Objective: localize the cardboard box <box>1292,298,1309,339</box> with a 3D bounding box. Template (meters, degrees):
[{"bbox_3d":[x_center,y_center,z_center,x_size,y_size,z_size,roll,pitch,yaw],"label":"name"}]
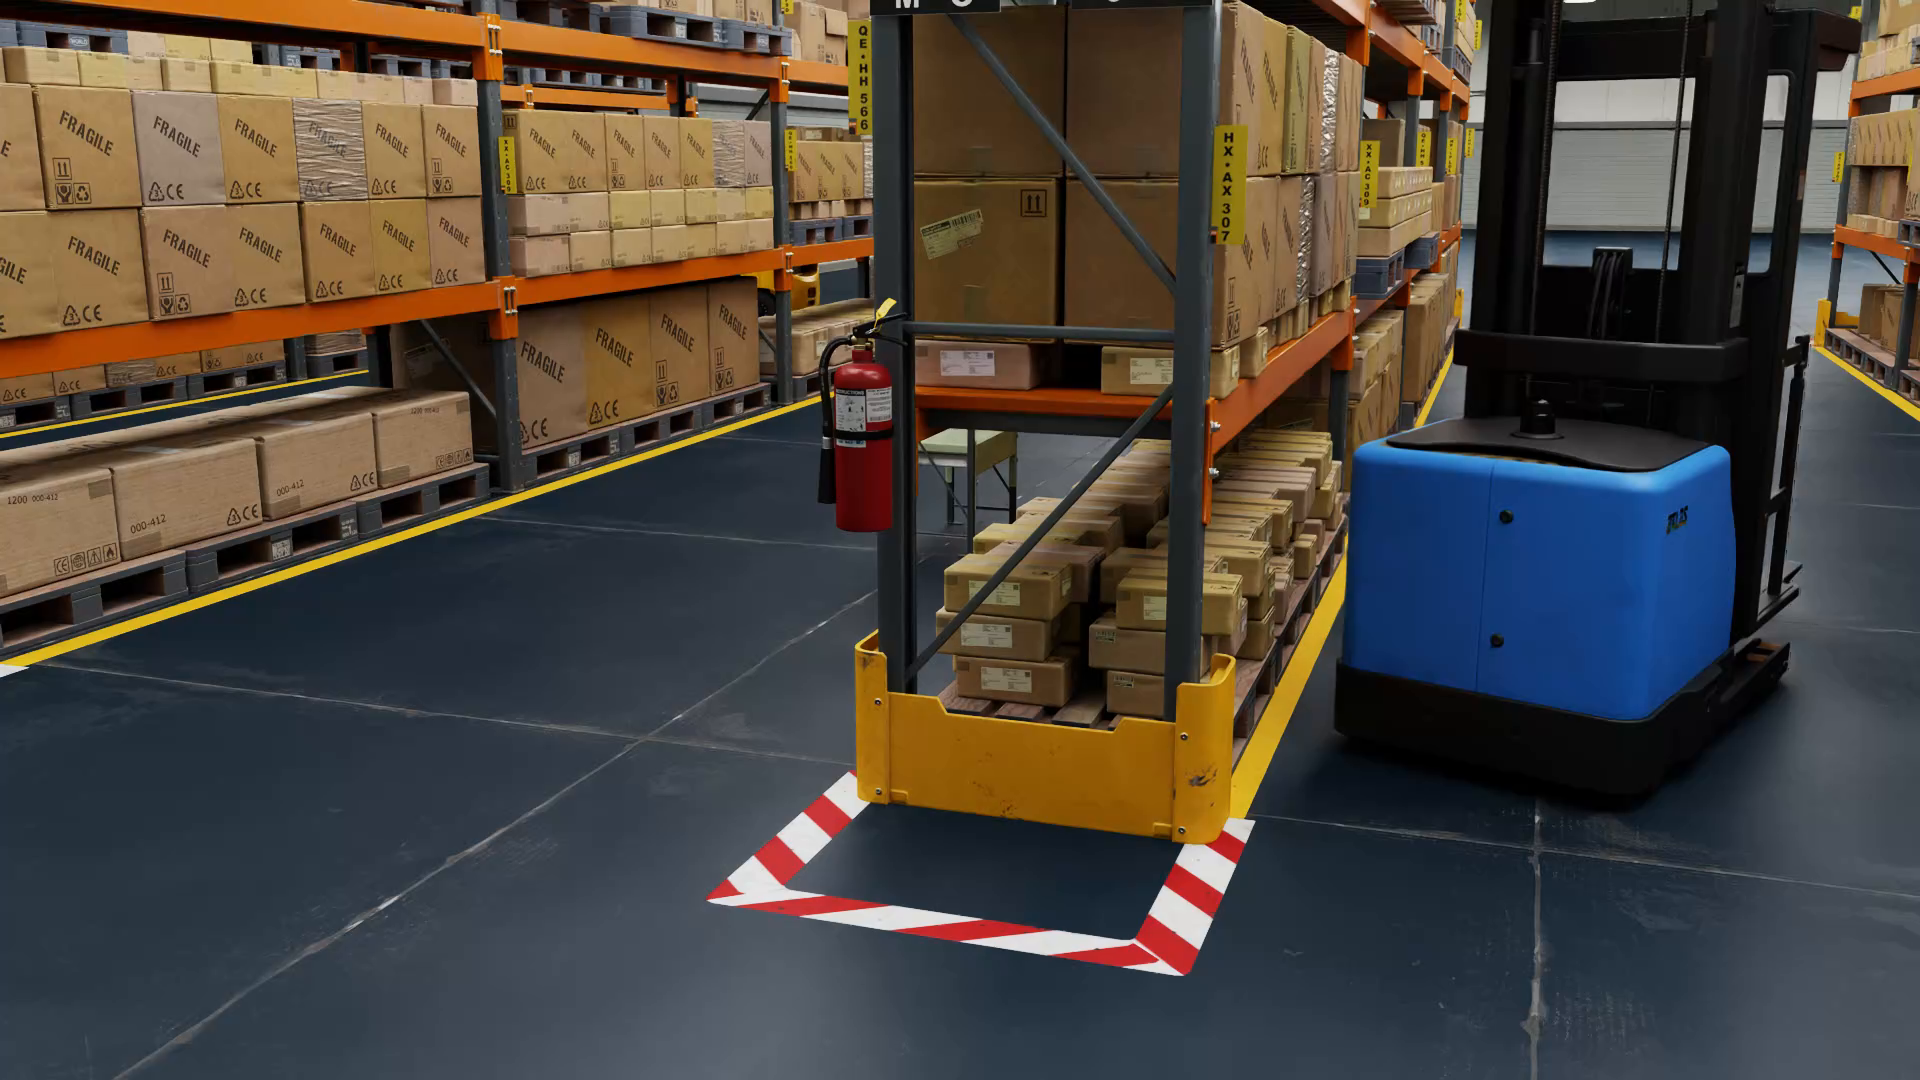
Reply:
[{"bbox_3d":[1.220,-0.915,6.821,0.380,0.149,0.250,5,14,20],"label":"cardboard box"}]

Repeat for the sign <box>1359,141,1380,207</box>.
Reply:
[{"bbox_3d":[2.044,-1.834,8.335,0.100,0.325,0.005,4,14,18],"label":"sign"}]

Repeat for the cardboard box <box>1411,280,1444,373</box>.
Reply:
[{"bbox_3d":[3.685,-1.901,14.689,1.050,0.750,0.750,4,14,18],"label":"cardboard box"}]

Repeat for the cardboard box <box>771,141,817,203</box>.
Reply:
[{"bbox_3d":[-1.529,-3.103,14.005,0.500,0.500,0.500,4,13,17],"label":"cardboard box"}]

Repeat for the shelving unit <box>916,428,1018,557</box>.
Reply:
[{"bbox_3d":[0.002,-0.733,8.827,0.431,1.500,0.755,4,14,18],"label":"shelving unit"}]

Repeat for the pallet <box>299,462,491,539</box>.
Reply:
[{"bbox_3d":[-3.508,-0.270,9.697,1.003,0.211,1.213,4,14,18],"label":"pallet"}]

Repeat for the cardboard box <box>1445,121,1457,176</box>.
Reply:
[{"bbox_3d":[4.642,-4.036,17.167,0.875,0.550,0.550,4,14,18],"label":"cardboard box"}]

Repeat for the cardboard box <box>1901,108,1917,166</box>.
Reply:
[{"bbox_3d":[8.663,-3.551,14.664,0.500,0.500,0.500,4,14,18],"label":"cardboard box"}]

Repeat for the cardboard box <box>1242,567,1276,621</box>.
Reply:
[{"bbox_3d":[0.970,0.184,6.236,0.380,0.149,0.250,5,14,20],"label":"cardboard box"}]

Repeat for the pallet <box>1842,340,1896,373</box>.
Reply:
[{"bbox_3d":[9.354,-1.797,16.388,1.003,0.211,1.213,4,14,18],"label":"pallet"}]

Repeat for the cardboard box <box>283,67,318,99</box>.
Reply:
[{"bbox_3d":[-3.460,-2.284,8.325,0.380,0.149,0.250,4,13,17],"label":"cardboard box"}]

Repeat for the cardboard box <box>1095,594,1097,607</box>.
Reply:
[{"bbox_3d":[0.301,0.192,6.200,0.380,0.149,0.250,4,13,16],"label":"cardboard box"}]

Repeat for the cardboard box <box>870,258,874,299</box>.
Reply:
[{"bbox_3d":[-0.662,-2.842,18.250,0.500,0.500,0.500,4,14,18],"label":"cardboard box"}]

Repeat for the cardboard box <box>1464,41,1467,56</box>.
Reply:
[{"bbox_3d":[5.048,-5.099,17.244,0.380,0.149,0.250,5,14,19],"label":"cardboard box"}]

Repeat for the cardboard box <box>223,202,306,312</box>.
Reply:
[{"bbox_3d":[-3.590,-1.392,8.121,0.500,0.500,0.500,5,14,20],"label":"cardboard box"}]

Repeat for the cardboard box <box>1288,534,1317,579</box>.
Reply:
[{"bbox_3d":[1.389,0.061,7.442,0.380,0.149,0.250,4,14,18],"label":"cardboard box"}]

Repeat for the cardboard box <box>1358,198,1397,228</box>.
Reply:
[{"bbox_3d":[2.091,-1.726,8.762,0.380,0.149,0.250,5,14,19],"label":"cardboard box"}]

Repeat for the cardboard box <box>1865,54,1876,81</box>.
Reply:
[{"bbox_3d":[9.510,-4.795,16.850,0.500,0.250,0.500,4,13,17],"label":"cardboard box"}]

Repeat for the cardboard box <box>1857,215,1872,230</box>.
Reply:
[{"bbox_3d":[9.498,-3.275,17.160,0.380,0.149,0.250,4,14,18],"label":"cardboard box"}]

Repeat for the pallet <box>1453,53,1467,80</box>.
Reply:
[{"bbox_3d":[4.788,-4.980,17.525,1.003,0.211,1.213,4,14,18],"label":"pallet"}]

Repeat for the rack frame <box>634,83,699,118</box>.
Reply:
[{"bbox_3d":[-4.003,-4.667,22.696,1.000,3.000,0.127,4,14,18],"label":"rack frame"}]

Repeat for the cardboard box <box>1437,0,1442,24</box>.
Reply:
[{"bbox_3d":[3.758,-4.421,13.907,0.500,0.311,0.500,4,13,16],"label":"cardboard box"}]

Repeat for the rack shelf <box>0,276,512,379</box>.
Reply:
[{"bbox_3d":[-3.835,-1.012,8.299,1.077,0.370,4.000,4,14,18],"label":"rack shelf"}]

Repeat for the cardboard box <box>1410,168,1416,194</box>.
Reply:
[{"bbox_3d":[2.509,-2.143,9.922,0.380,0.149,0.250,5,14,20],"label":"cardboard box"}]

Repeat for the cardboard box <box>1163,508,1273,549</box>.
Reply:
[{"bbox_3d":[1.004,-0.024,6.478,0.380,0.149,0.250,5,14,21],"label":"cardboard box"}]

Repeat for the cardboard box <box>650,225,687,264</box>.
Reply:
[{"bbox_3d":[-2.278,-2.105,11.807,0.500,0.250,0.500,4,13,17],"label":"cardboard box"}]

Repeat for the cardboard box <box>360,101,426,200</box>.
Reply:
[{"bbox_3d":[-3.251,-2.095,8.954,0.500,0.500,0.500,4,13,18],"label":"cardboard box"}]

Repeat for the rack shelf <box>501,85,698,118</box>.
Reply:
[{"bbox_3d":[-4.650,-5.358,20.597,1.077,0.370,4.000,4,14,18],"label":"rack shelf"}]

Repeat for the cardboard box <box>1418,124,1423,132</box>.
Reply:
[{"bbox_3d":[3.633,-3.350,14.452,0.700,0.500,0.500,4,14,19],"label":"cardboard box"}]

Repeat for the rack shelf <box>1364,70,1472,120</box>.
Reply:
[{"bbox_3d":[4.764,-4.666,17.567,1.077,0.370,4.000,4,14,18],"label":"rack shelf"}]

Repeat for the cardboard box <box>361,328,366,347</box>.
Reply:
[{"bbox_3d":[-6.173,-2.298,16.710,0.875,0.625,0.625,5,14,20],"label":"cardboard box"}]

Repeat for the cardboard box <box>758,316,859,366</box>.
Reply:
[{"bbox_3d":[-1.470,-1.824,15.201,0.950,0.372,0.625,4,13,17],"label":"cardboard box"}]

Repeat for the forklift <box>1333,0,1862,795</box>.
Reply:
[{"bbox_3d":[2.608,-0.891,6.303,1.130,2.935,3.031,10,16,37],"label":"forklift"}]

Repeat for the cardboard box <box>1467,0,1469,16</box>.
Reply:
[{"bbox_3d":[5.048,-5.488,17.155,0.380,0.149,0.250,4,14,18],"label":"cardboard box"}]

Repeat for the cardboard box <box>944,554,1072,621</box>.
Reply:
[{"bbox_3d":[0.166,0.159,5.678,0.380,0.149,0.250,5,14,19],"label":"cardboard box"}]

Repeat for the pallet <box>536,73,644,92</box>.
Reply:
[{"bbox_3d":[-4.650,-5.682,20.599,1.003,0.211,1.213,4,14,18],"label":"pallet"}]

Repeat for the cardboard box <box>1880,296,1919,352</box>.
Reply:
[{"bbox_3d":[9.249,-2.080,16.034,0.500,0.500,0.500,3,13,13],"label":"cardboard box"}]

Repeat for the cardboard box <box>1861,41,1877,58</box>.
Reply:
[{"bbox_3d":[9.588,-5.092,17.257,0.380,0.149,0.250,5,14,20],"label":"cardboard box"}]

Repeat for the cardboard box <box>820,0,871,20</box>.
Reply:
[{"bbox_3d":[-0.976,-4.959,15.501,0.500,0.250,0.500,5,14,19],"label":"cardboard box"}]

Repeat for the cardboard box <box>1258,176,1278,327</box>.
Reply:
[{"bbox_3d":[0.790,-0.990,5.690,0.500,0.500,0.500,4,14,19],"label":"cardboard box"}]

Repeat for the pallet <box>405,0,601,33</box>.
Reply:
[{"bbox_3d":[-2.938,-3.350,10.613,0.805,0.209,1.217,4,13,16],"label":"pallet"}]

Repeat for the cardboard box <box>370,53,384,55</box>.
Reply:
[{"bbox_3d":[-5.975,-5.039,16.939,0.380,0.166,0.250,4,14,18],"label":"cardboard box"}]

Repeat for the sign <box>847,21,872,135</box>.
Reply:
[{"bbox_3d":[-0.284,-1.370,4.935,0.100,0.325,0.005,4,14,18],"label":"sign"}]

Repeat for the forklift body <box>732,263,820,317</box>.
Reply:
[{"bbox_3d":[-2.891,-3.723,20.466,2.313,2.155,1.214,4,14,18],"label":"forklift body"}]

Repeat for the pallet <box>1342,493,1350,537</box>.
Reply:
[{"bbox_3d":[1.779,-0.254,9.625,1.003,0.211,1.213,4,14,18],"label":"pallet"}]

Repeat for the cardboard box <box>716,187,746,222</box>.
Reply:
[{"bbox_3d":[-1.972,-2.568,12.714,0.500,0.250,0.500,4,13,17],"label":"cardboard box"}]

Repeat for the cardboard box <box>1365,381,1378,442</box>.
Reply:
[{"bbox_3d":[2.188,-0.683,9.914,0.500,0.500,0.500,5,14,21],"label":"cardboard box"}]

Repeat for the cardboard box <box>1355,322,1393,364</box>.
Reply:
[{"bbox_3d":[2.517,-1.267,10.787,0.500,0.250,0.500,5,14,20],"label":"cardboard box"}]

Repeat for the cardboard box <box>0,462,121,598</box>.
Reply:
[{"bbox_3d":[-4.363,-0.044,7.253,0.875,0.438,0.875,4,13,16],"label":"cardboard box"}]

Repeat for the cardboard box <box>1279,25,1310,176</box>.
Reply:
[{"bbox_3d":[0.977,-1.578,6.021,0.500,0.500,0.500,4,13,17],"label":"cardboard box"}]

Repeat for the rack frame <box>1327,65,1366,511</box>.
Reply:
[{"bbox_3d":[1.528,-1.449,8.596,1.000,3.000,0.127,4,14,18],"label":"rack frame"}]

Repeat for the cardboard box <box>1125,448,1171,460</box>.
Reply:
[{"bbox_3d":[0.978,-0.329,7.816,0.380,0.149,0.250,4,13,17],"label":"cardboard box"}]

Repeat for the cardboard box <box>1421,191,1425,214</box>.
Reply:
[{"bbox_3d":[2.845,-2.217,10.913,0.380,0.149,0.250,4,14,19],"label":"cardboard box"}]

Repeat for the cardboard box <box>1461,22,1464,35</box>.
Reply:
[{"bbox_3d":[4.702,-5.110,16.396,0.500,0.250,0.500,4,14,18],"label":"cardboard box"}]

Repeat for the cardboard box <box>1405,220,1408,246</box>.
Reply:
[{"bbox_3d":[2.424,-1.799,9.748,0.380,0.149,0.250,4,13,16],"label":"cardboard box"}]
